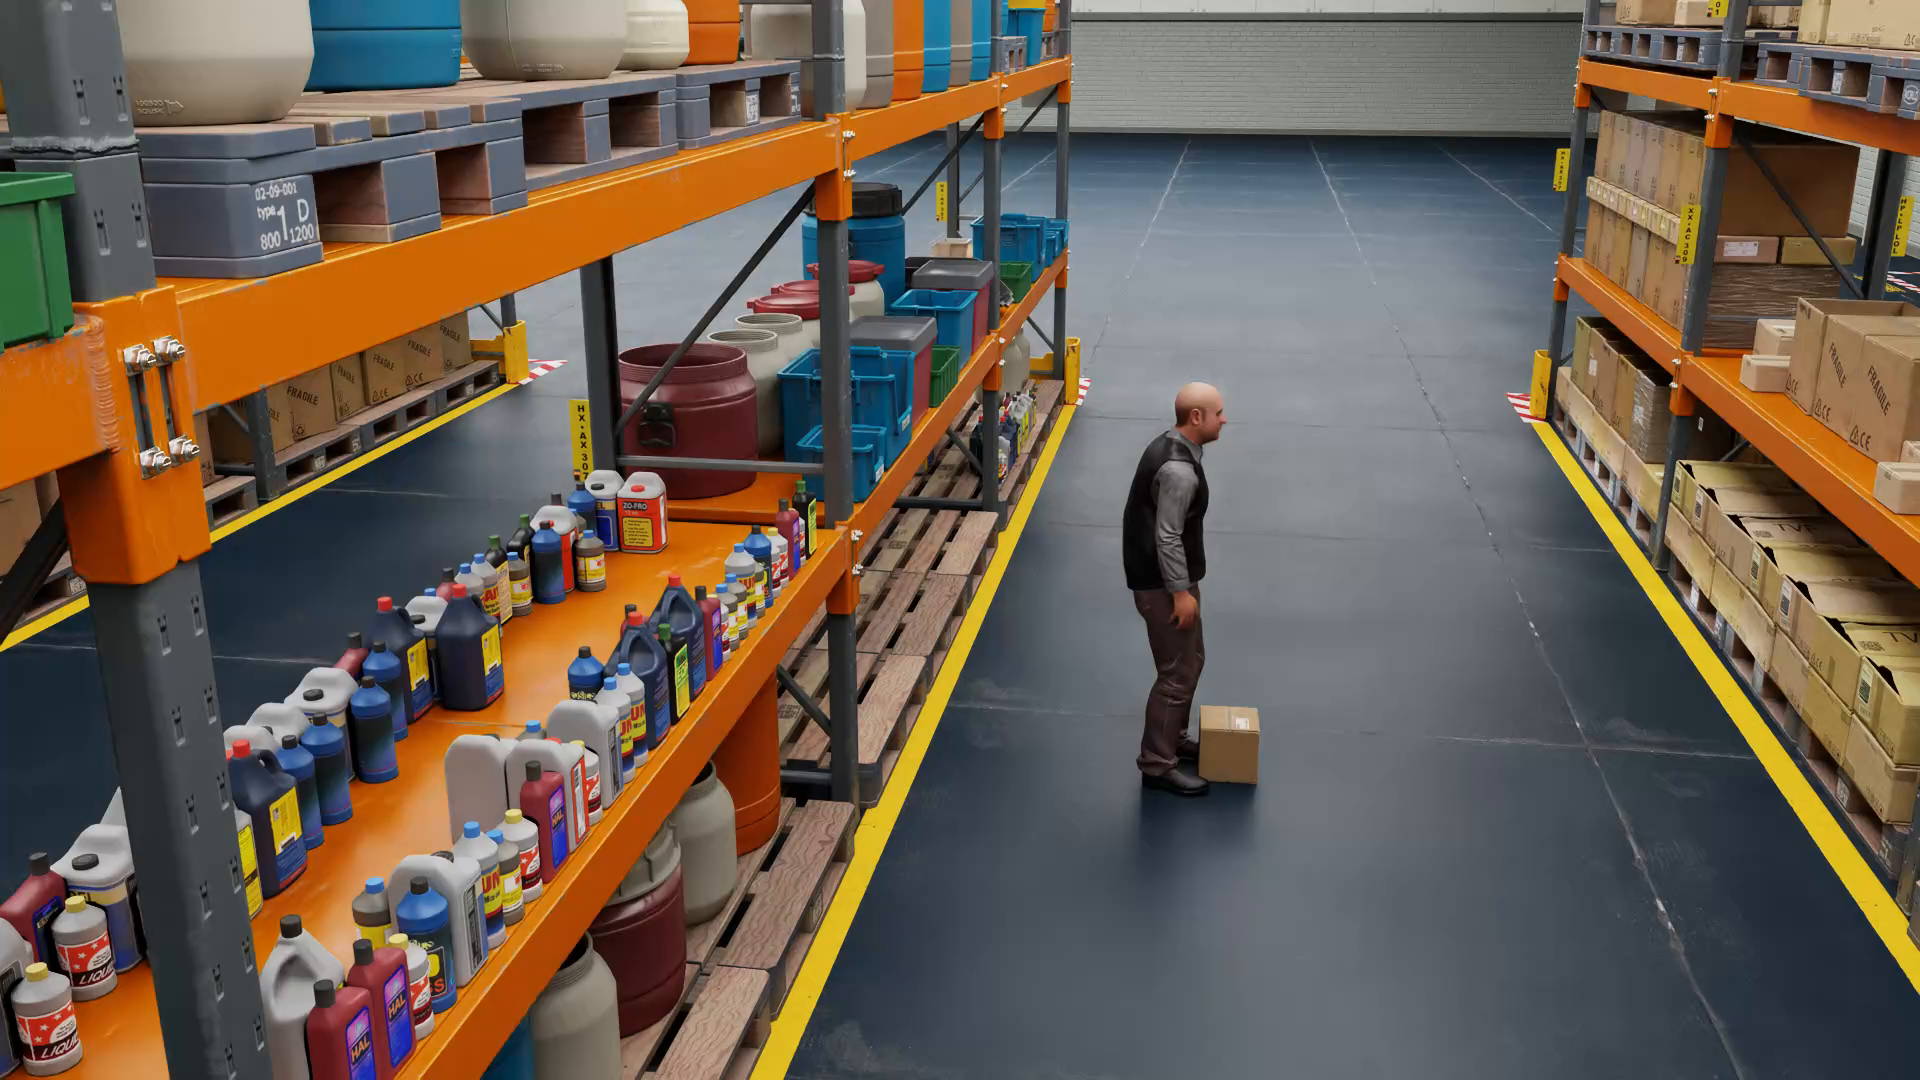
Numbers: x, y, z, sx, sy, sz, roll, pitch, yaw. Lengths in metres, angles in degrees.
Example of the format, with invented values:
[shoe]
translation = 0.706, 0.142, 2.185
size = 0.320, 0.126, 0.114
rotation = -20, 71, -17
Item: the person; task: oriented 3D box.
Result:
[person]
translation = 0.916, 0.179, 7.055
size = 0.462, 1.721, 0.587
rotation = 2, 18, 8
